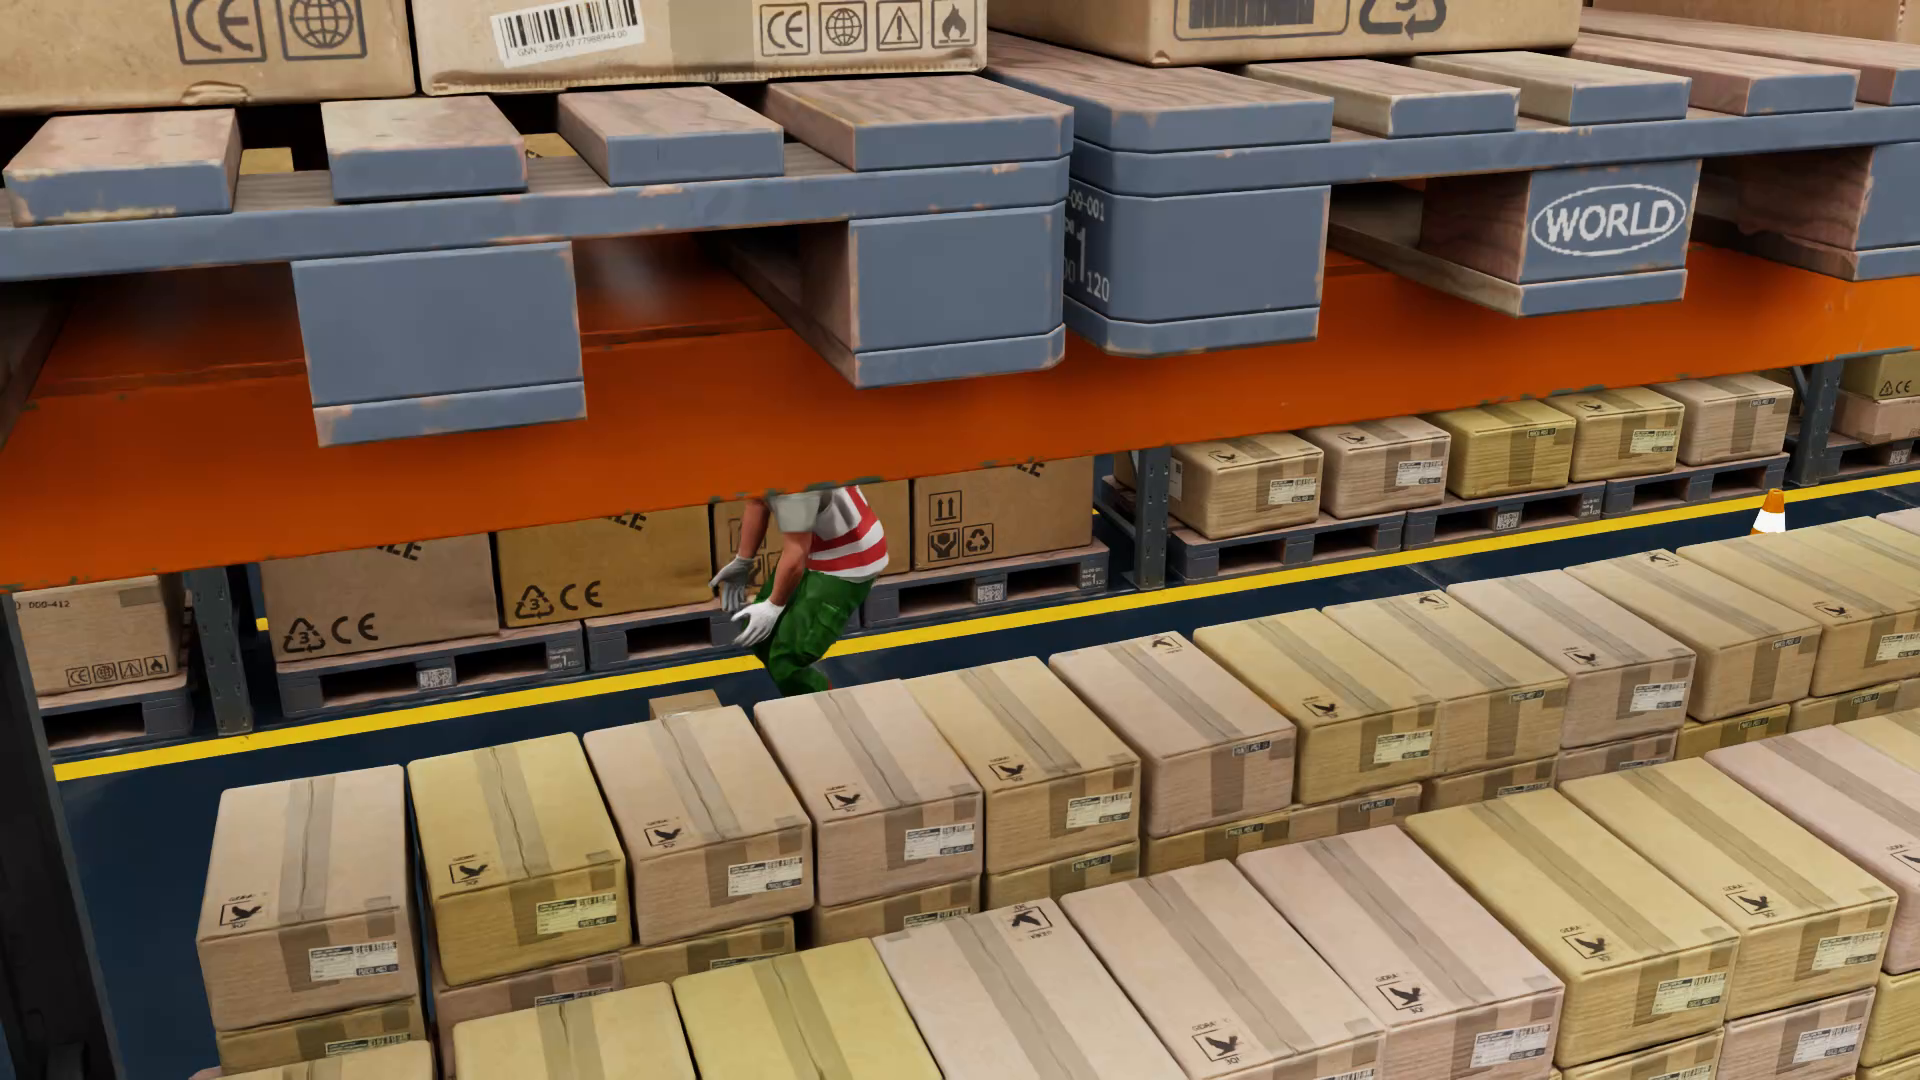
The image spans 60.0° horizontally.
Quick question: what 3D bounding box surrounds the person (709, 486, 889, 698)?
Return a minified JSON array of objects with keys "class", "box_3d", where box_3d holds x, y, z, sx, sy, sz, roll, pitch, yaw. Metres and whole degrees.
[{"class":"person","box_3d":[-0.613,0.129,6.125,0.711,1.500,0.581,-8,24,-19]}]
